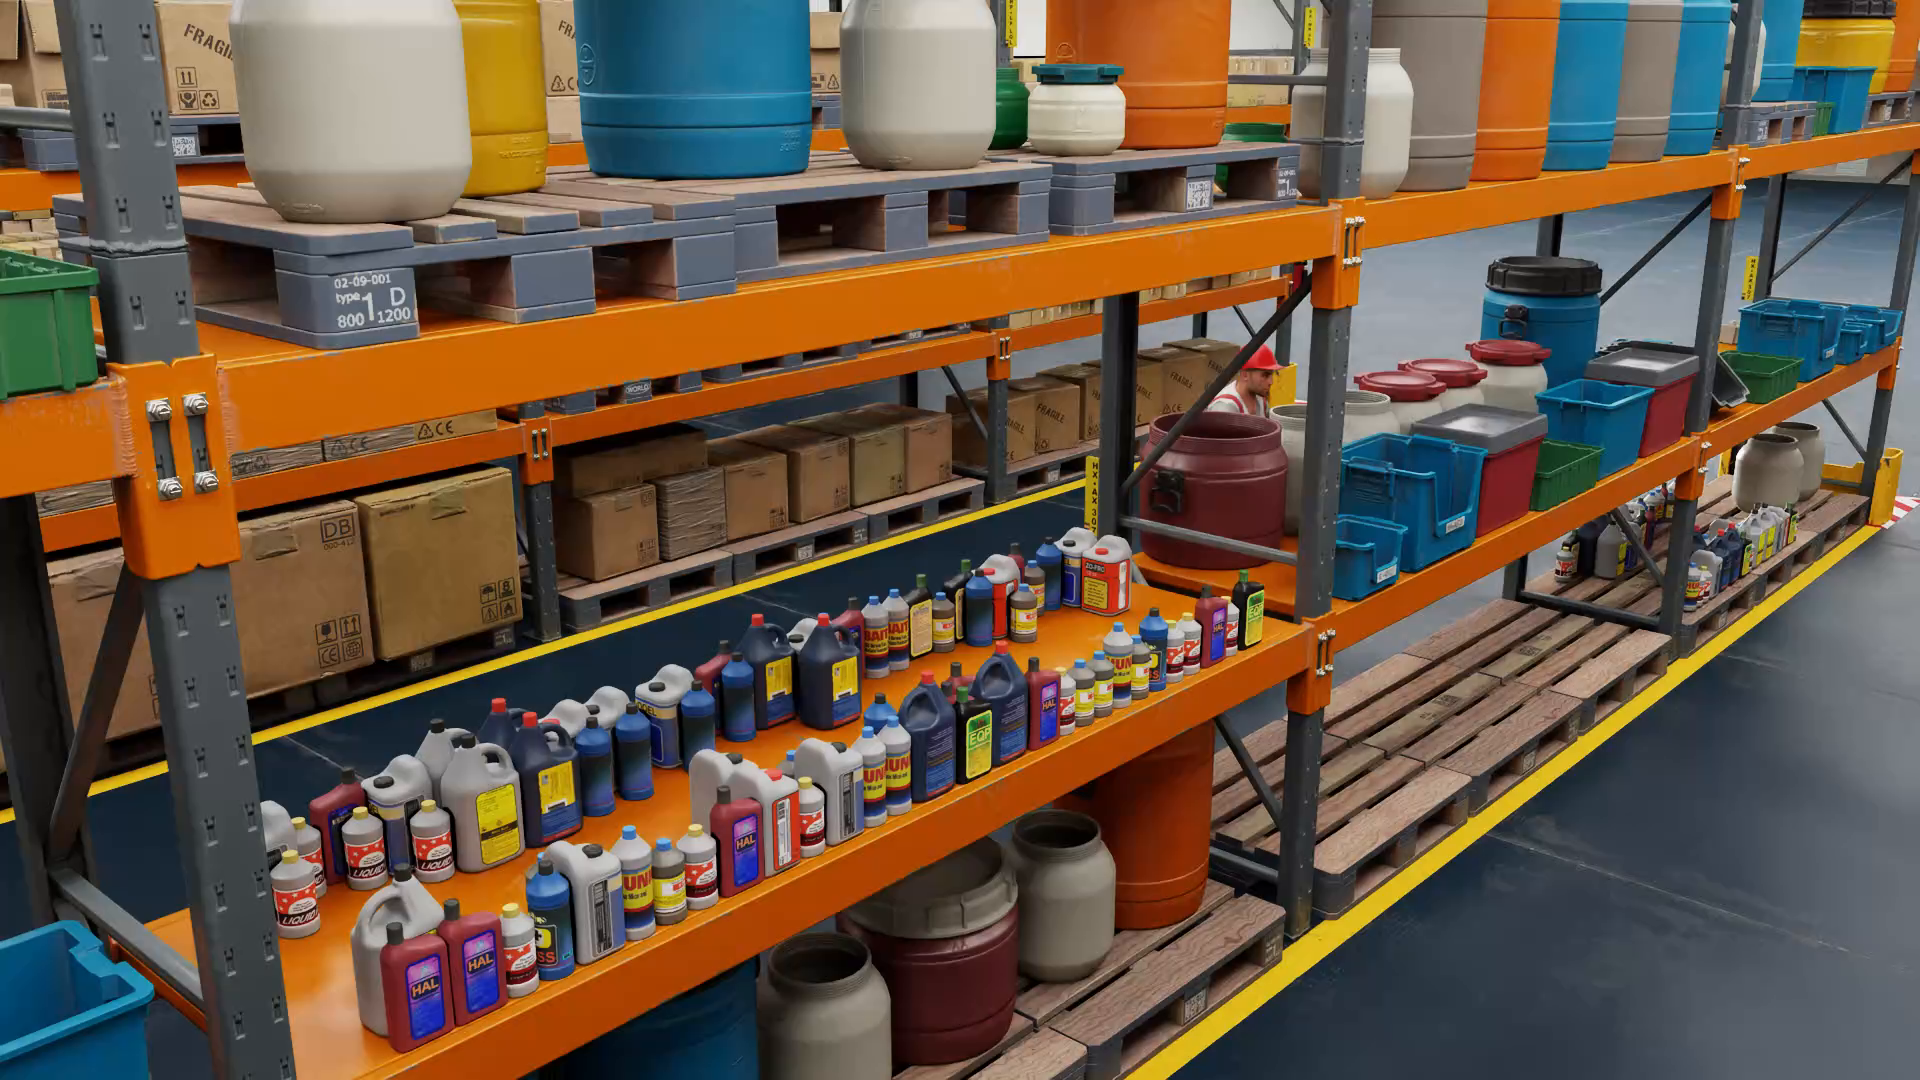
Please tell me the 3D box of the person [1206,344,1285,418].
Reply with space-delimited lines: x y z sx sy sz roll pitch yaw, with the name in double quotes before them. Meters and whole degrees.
"person" 1.543 -0.216 9.236 0.454 1.776 0.609 14 22 39
